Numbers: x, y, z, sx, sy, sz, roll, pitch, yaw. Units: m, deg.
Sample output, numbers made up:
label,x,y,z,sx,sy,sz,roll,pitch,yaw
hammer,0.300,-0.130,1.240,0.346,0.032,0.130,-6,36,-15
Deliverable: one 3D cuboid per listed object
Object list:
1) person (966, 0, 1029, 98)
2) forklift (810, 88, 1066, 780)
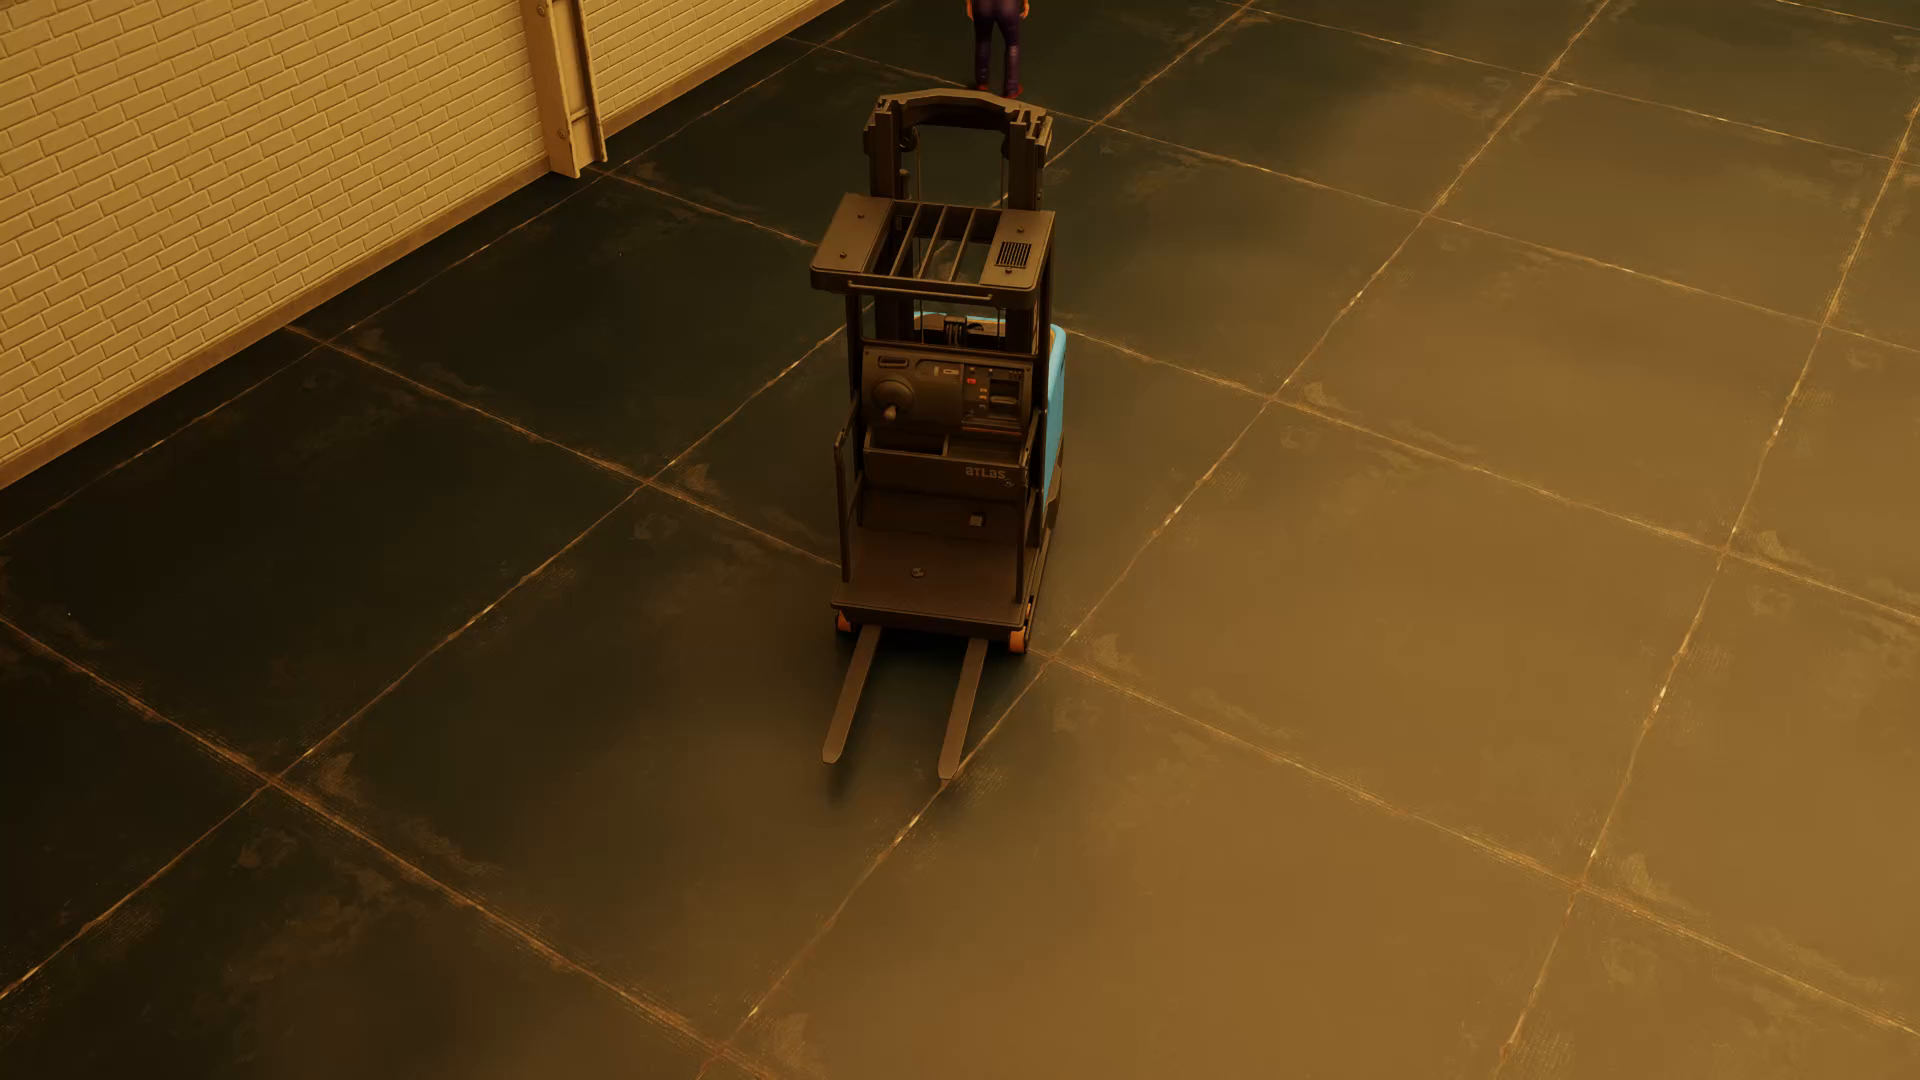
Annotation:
label,x,y,z,sx,sy,sz,roll,pitch,yaw
person,0.331,-4.653,14.476,0.558,1.658,0.441,10,41,11
forklift,-0.108,-0.731,8.830,1.130,2.935,3.031,7,41,8
